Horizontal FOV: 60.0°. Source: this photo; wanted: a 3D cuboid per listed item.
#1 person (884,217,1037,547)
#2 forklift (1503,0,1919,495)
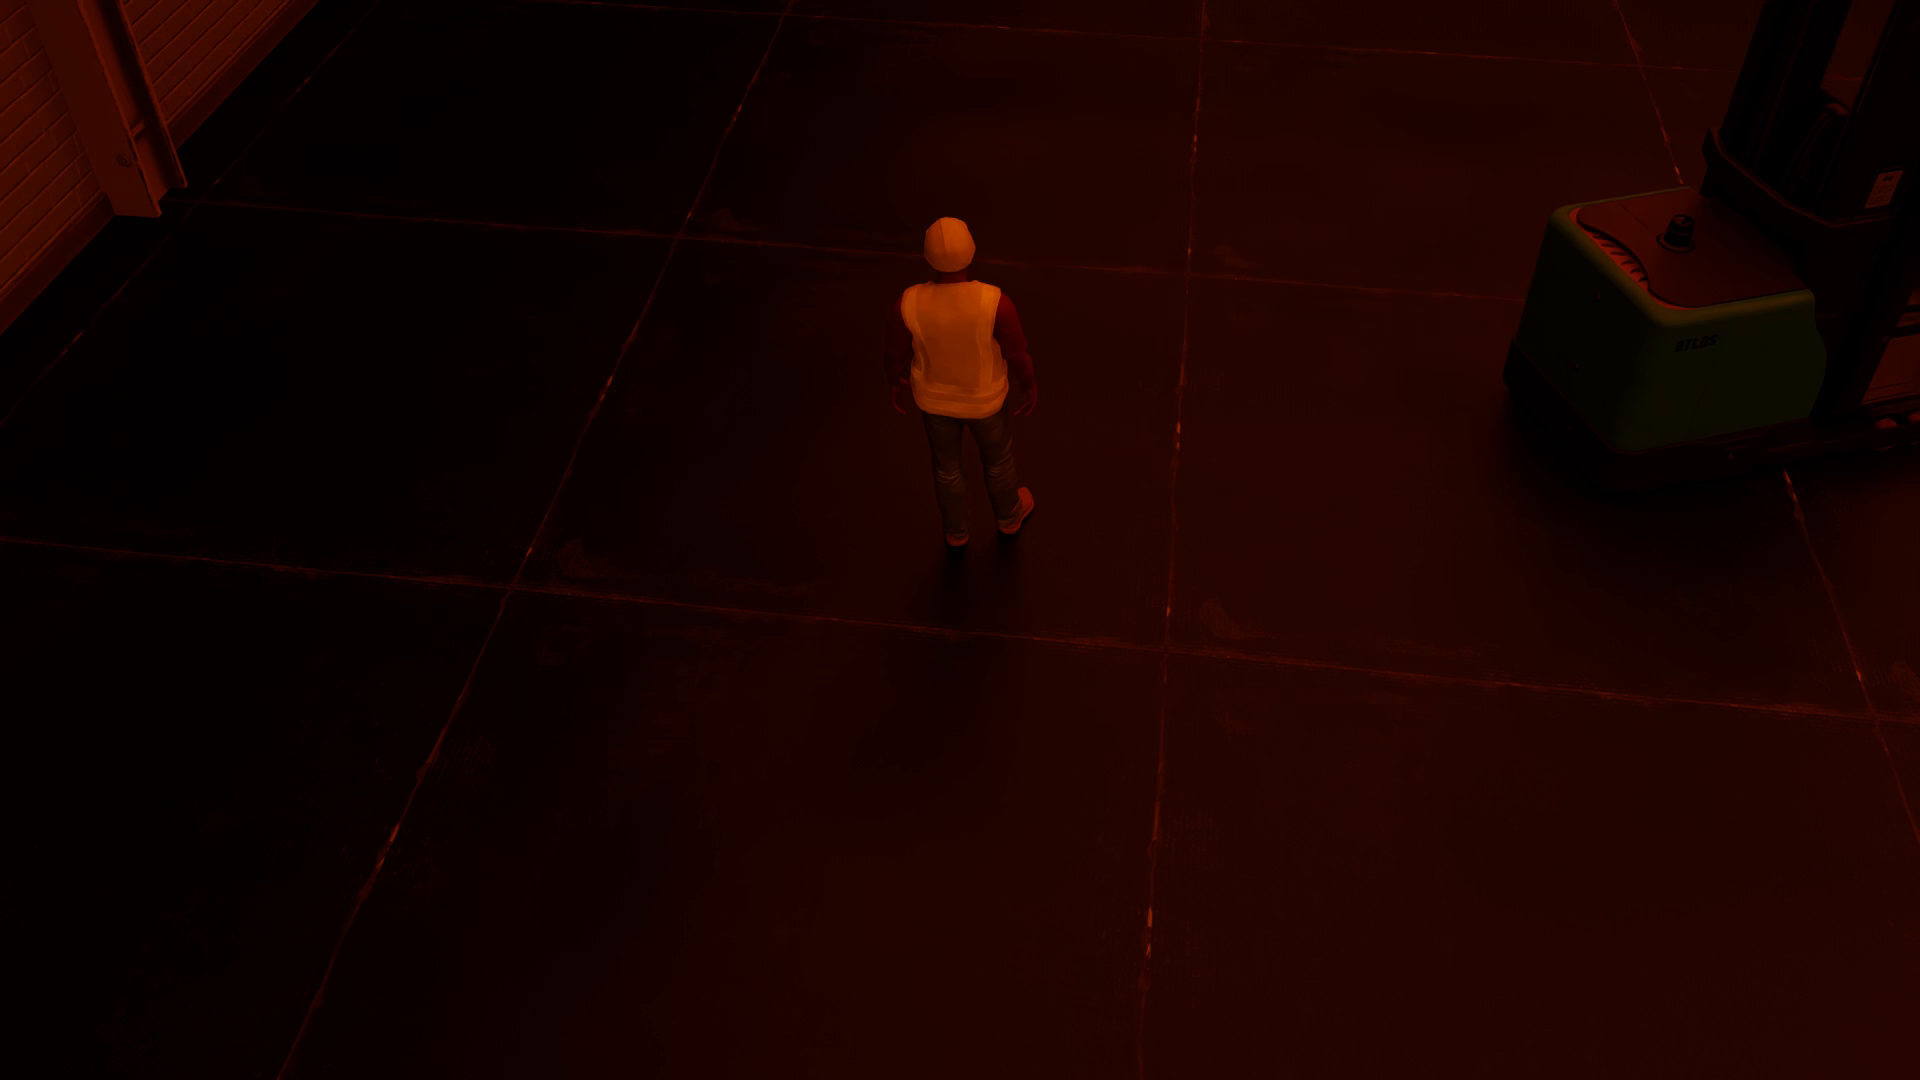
[{"bbox_3d":[0.015,-0.702,7.338,0.665,1.765,0.577,5,43,6],"label":"person"},{"bbox_3d":[4.418,-1.861,7.750,3.031,2.935,1.130,-11,44,-12],"label":"forklift"}]
